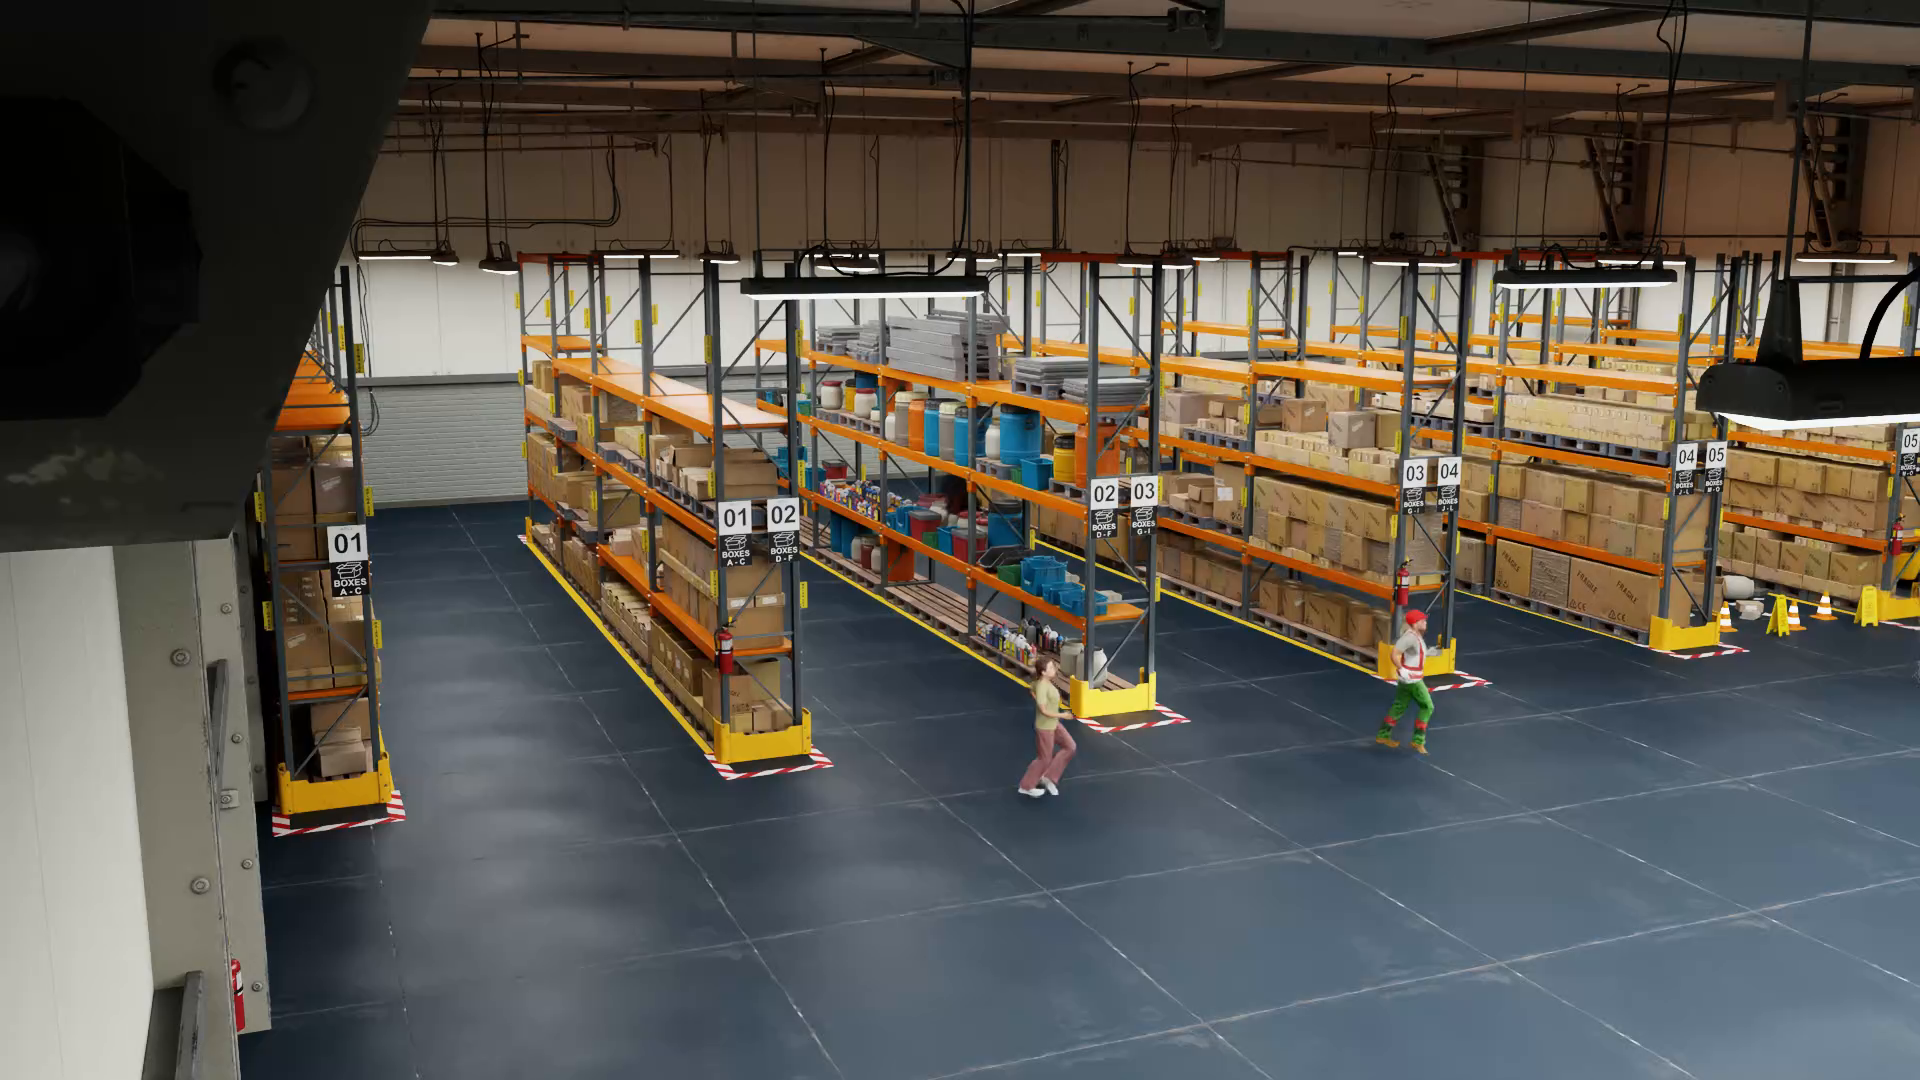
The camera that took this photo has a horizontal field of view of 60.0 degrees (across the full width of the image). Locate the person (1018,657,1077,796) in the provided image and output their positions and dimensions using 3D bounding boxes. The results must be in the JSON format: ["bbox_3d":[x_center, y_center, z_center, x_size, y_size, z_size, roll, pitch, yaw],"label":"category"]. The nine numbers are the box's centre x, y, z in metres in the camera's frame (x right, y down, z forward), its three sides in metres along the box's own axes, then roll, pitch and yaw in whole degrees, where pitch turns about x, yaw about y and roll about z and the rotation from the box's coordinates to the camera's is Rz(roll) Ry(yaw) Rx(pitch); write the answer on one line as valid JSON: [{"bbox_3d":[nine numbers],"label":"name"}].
[{"bbox_3d":[0.992,2.124,18.881,0.647,1.641,0.586,2,11,11],"label":"person"}]

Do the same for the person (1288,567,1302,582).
[{"bbox_3d":[6.174,0.059,30.438,0.537,1.568,0.506,-4,11,-22],"label":"person"}]

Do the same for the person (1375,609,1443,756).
[{"bbox_3d":[5.566,1.757,20.563,0.775,1.850,0.615,2,10,9],"label":"person"}]

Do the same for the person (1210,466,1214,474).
[{"bbox_3d":[6.475,-2.165,42.169,0.705,1.732,0.630,-6,12,-31],"label":"person"}]
